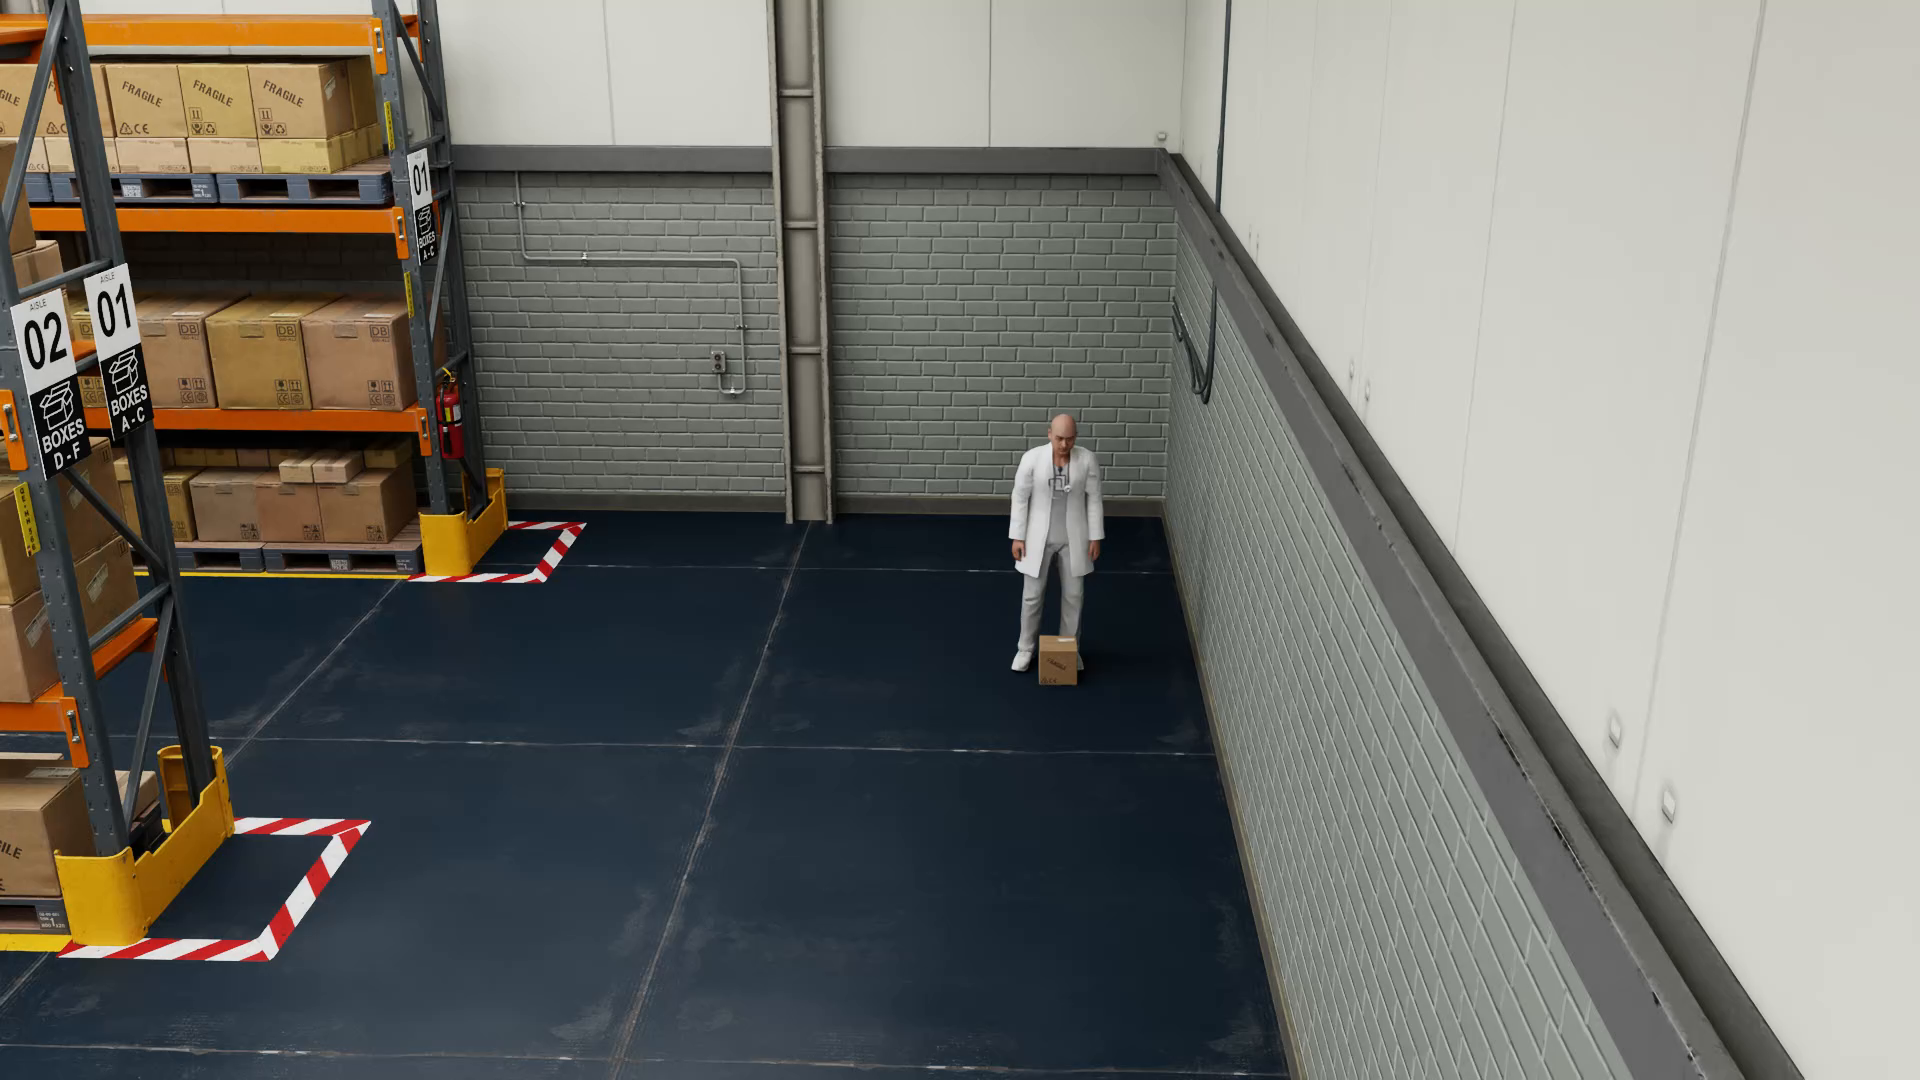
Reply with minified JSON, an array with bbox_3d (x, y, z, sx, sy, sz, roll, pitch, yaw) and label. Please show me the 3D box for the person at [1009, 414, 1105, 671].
[{"bbox_3d":[0.645,0.005,11.089,0.643,1.772,0.433,0,20,-1],"label":"person"}]
